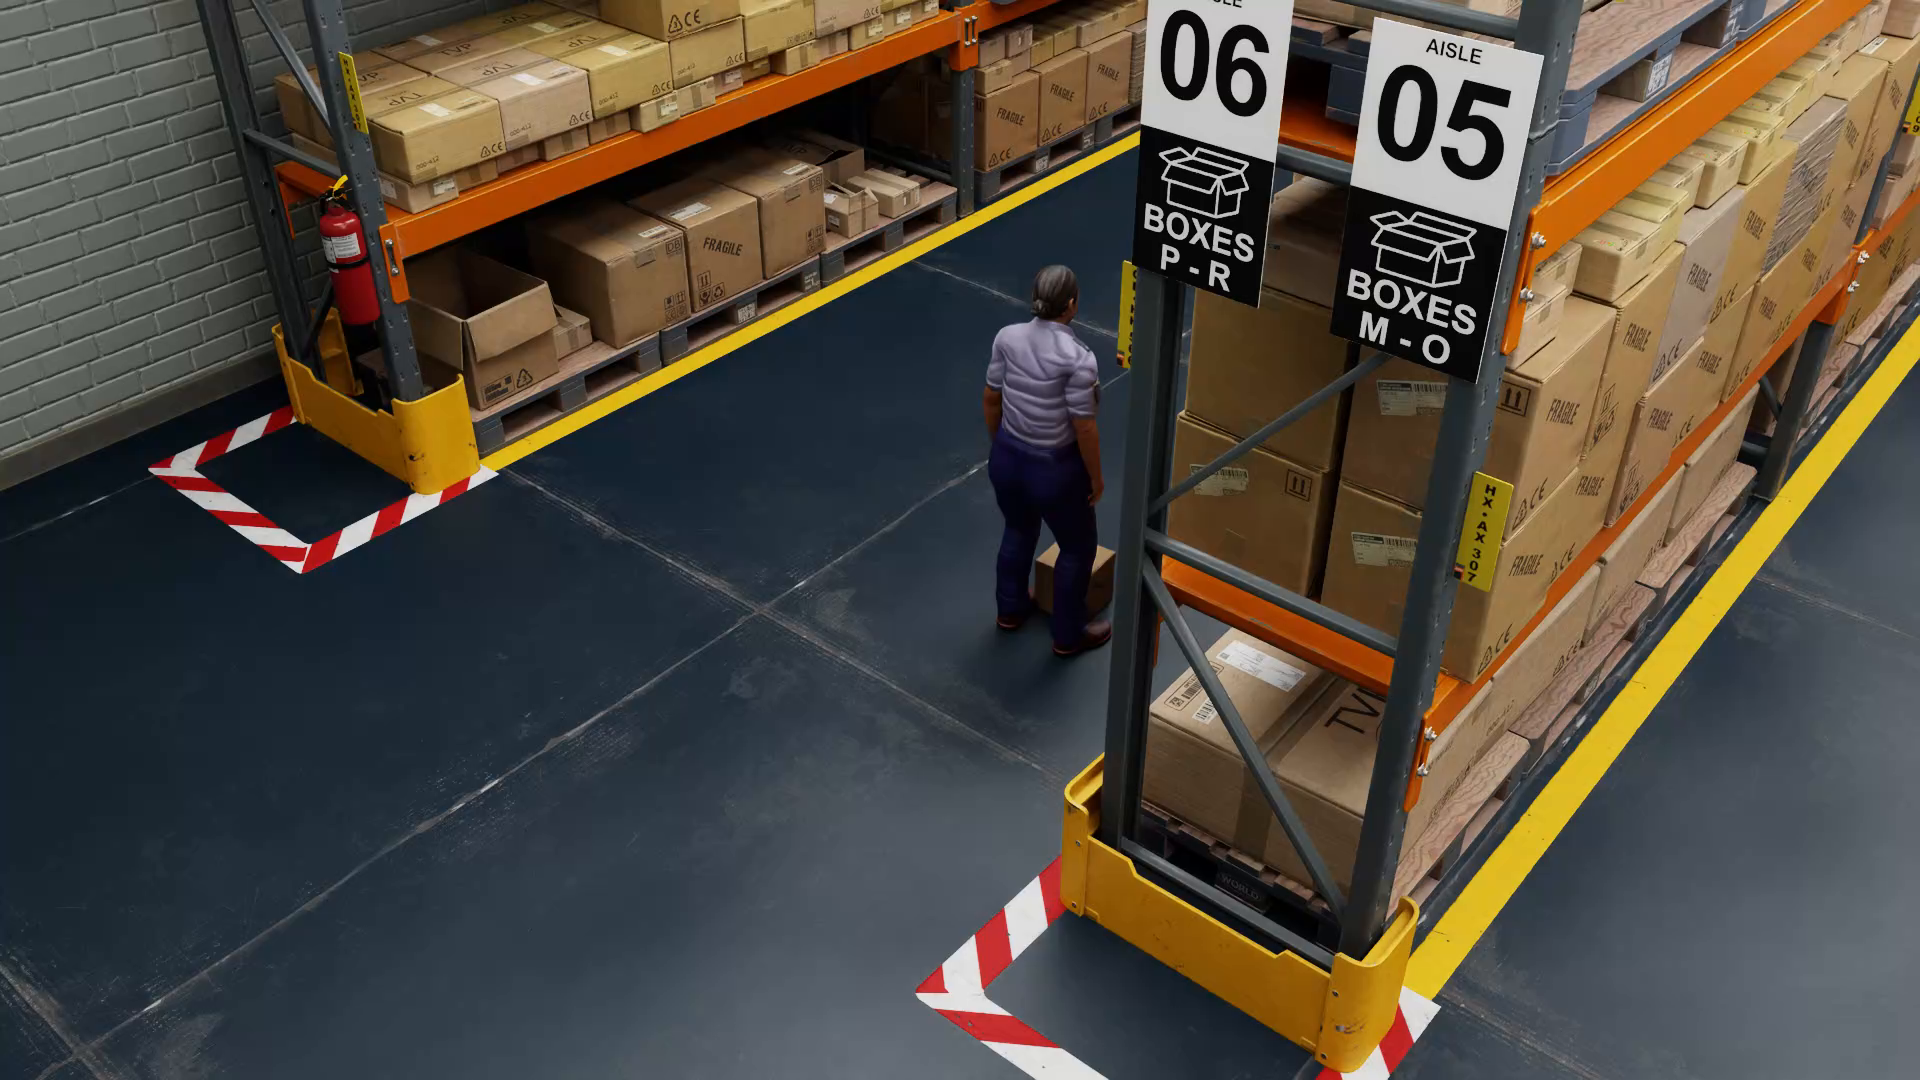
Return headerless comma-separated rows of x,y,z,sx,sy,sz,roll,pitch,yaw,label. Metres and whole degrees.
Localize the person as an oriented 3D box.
0.343,-0.297,6.574,0.549,1.650,0.374,24,42,30,person
